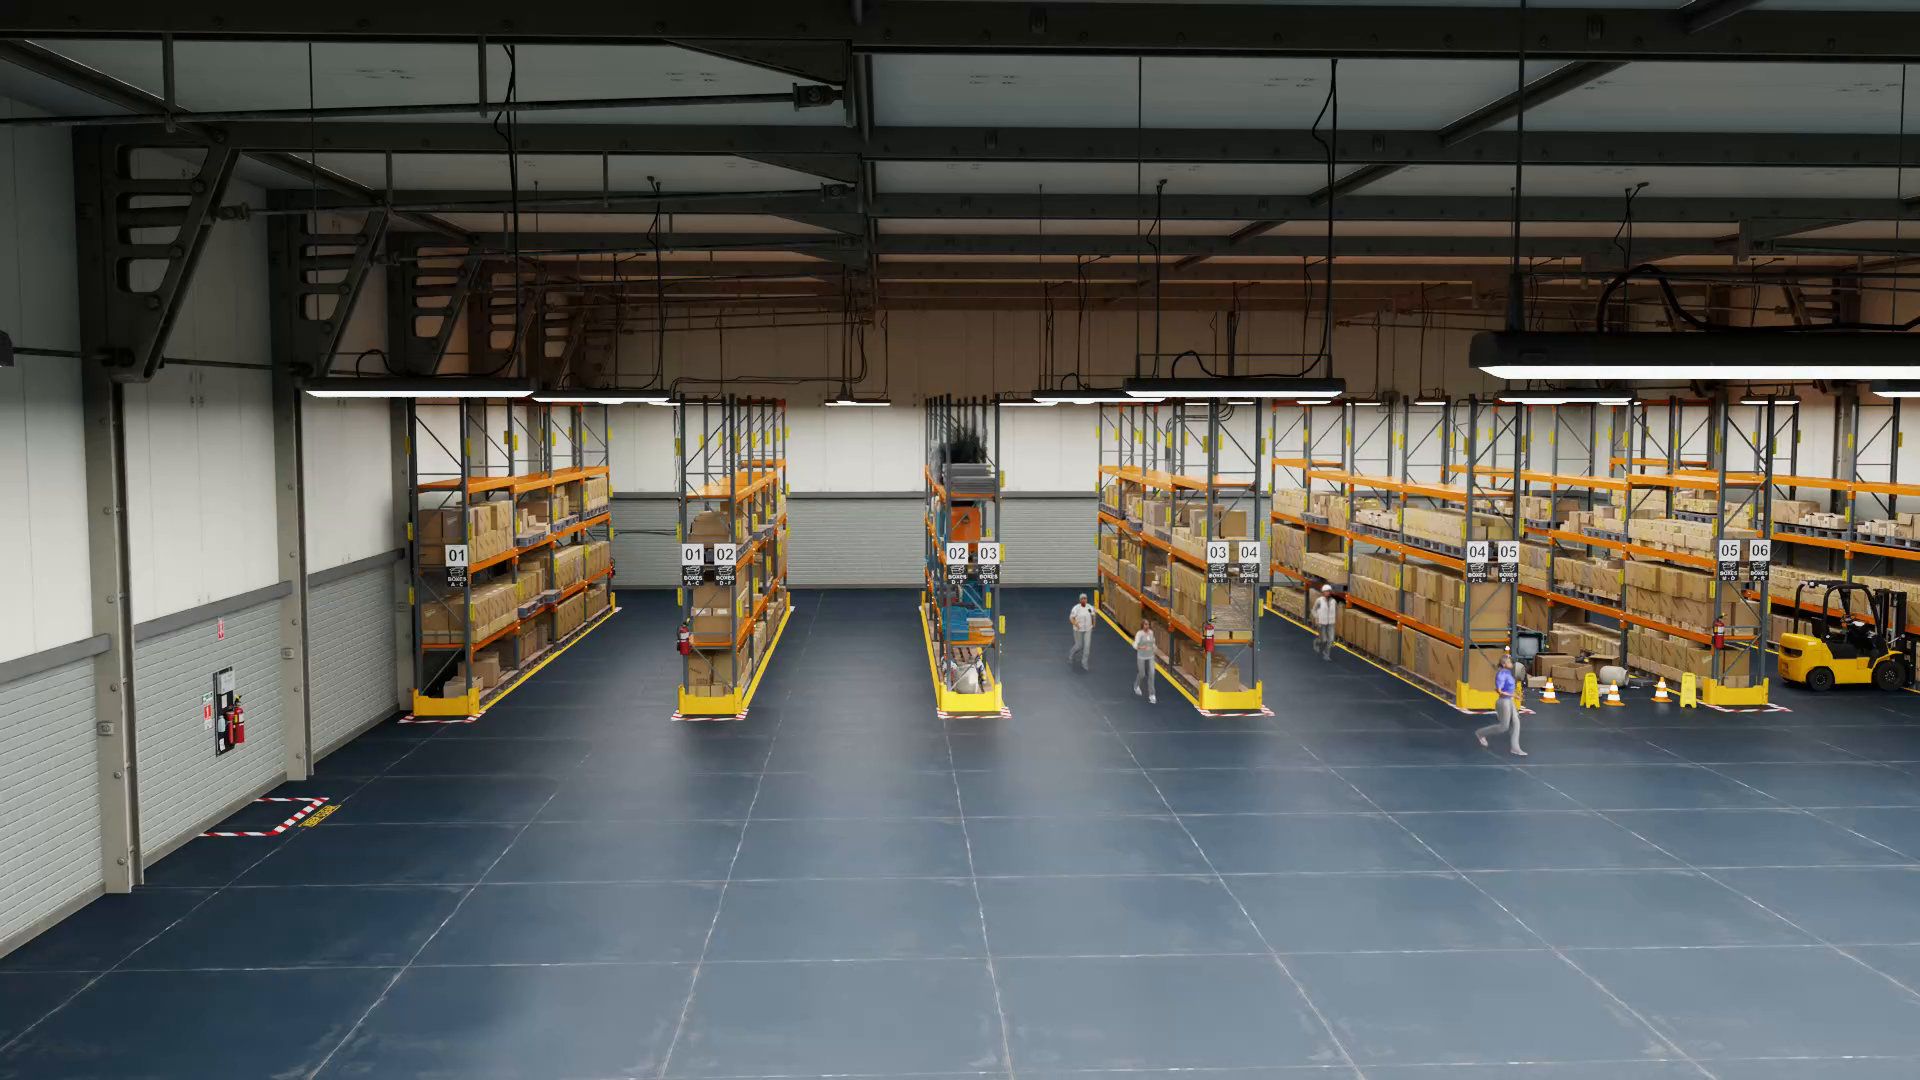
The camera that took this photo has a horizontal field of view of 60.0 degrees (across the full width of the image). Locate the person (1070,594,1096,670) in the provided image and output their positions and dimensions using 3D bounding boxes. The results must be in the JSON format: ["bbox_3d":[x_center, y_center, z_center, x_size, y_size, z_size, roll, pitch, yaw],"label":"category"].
[{"bbox_3d":[2.727,2.010,36.852,0.612,1.660,0.740,-1,5,-9],"label":"person"}]

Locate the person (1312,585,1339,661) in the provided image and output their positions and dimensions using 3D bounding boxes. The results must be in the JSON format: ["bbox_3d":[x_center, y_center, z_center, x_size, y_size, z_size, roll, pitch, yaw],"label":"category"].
[{"bbox_3d":[8.330,1.870,37.971,0.647,1.727,0.637,-1,5,-9],"label":"person"}]

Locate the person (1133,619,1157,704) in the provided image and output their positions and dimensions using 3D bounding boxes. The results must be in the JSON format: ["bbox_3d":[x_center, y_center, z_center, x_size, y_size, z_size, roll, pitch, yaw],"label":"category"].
[{"bbox_3d":[3.624,2.339,32.592,0.534,1.616,0.863,-1,5,-16],"label":"person"}]

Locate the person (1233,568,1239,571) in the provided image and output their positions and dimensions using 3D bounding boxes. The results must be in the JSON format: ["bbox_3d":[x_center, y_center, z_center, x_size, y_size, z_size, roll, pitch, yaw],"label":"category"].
[{"bbox_3d":[7.711,1.243,46.350,0.643,1.669,0.707,0,5,0],"label":"person"}]

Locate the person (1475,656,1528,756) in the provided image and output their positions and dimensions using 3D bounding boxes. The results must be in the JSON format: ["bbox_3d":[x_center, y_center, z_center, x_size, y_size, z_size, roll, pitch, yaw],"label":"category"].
[{"bbox_3d":[8.993,2.732,27.535,0.851,1.650,0.579,3,5,31],"label":"person"}]
